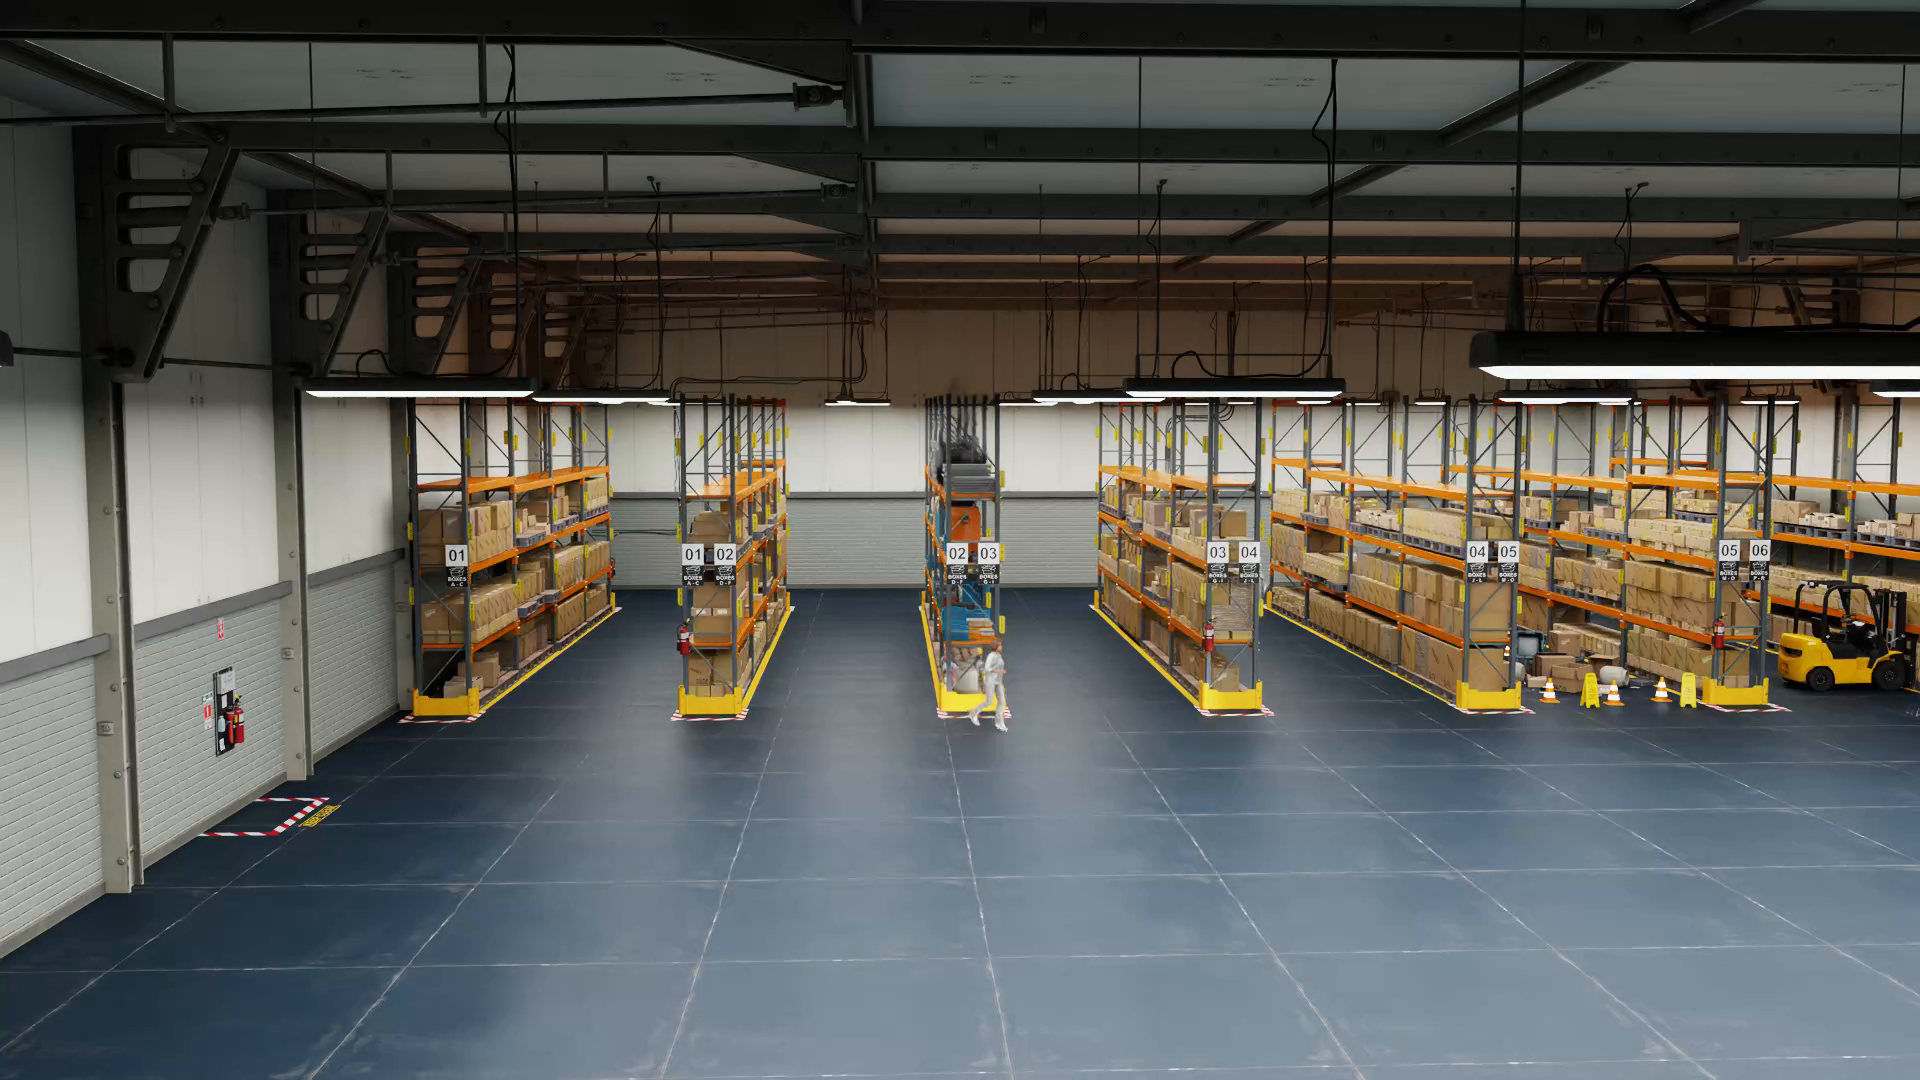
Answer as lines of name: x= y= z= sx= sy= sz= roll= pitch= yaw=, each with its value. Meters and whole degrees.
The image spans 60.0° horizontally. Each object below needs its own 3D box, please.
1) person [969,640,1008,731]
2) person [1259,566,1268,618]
person: x=0.571 y=2.582 z=29.789 sx=0.777 sy=1.604 sz=0.549 roll=3 pitch=5 yaw=29
person: x=7.792 y=1.453 z=43.771 sx=0.617 sy=1.662 sz=0.586 roll=0 pitch=5 yaw=-1
